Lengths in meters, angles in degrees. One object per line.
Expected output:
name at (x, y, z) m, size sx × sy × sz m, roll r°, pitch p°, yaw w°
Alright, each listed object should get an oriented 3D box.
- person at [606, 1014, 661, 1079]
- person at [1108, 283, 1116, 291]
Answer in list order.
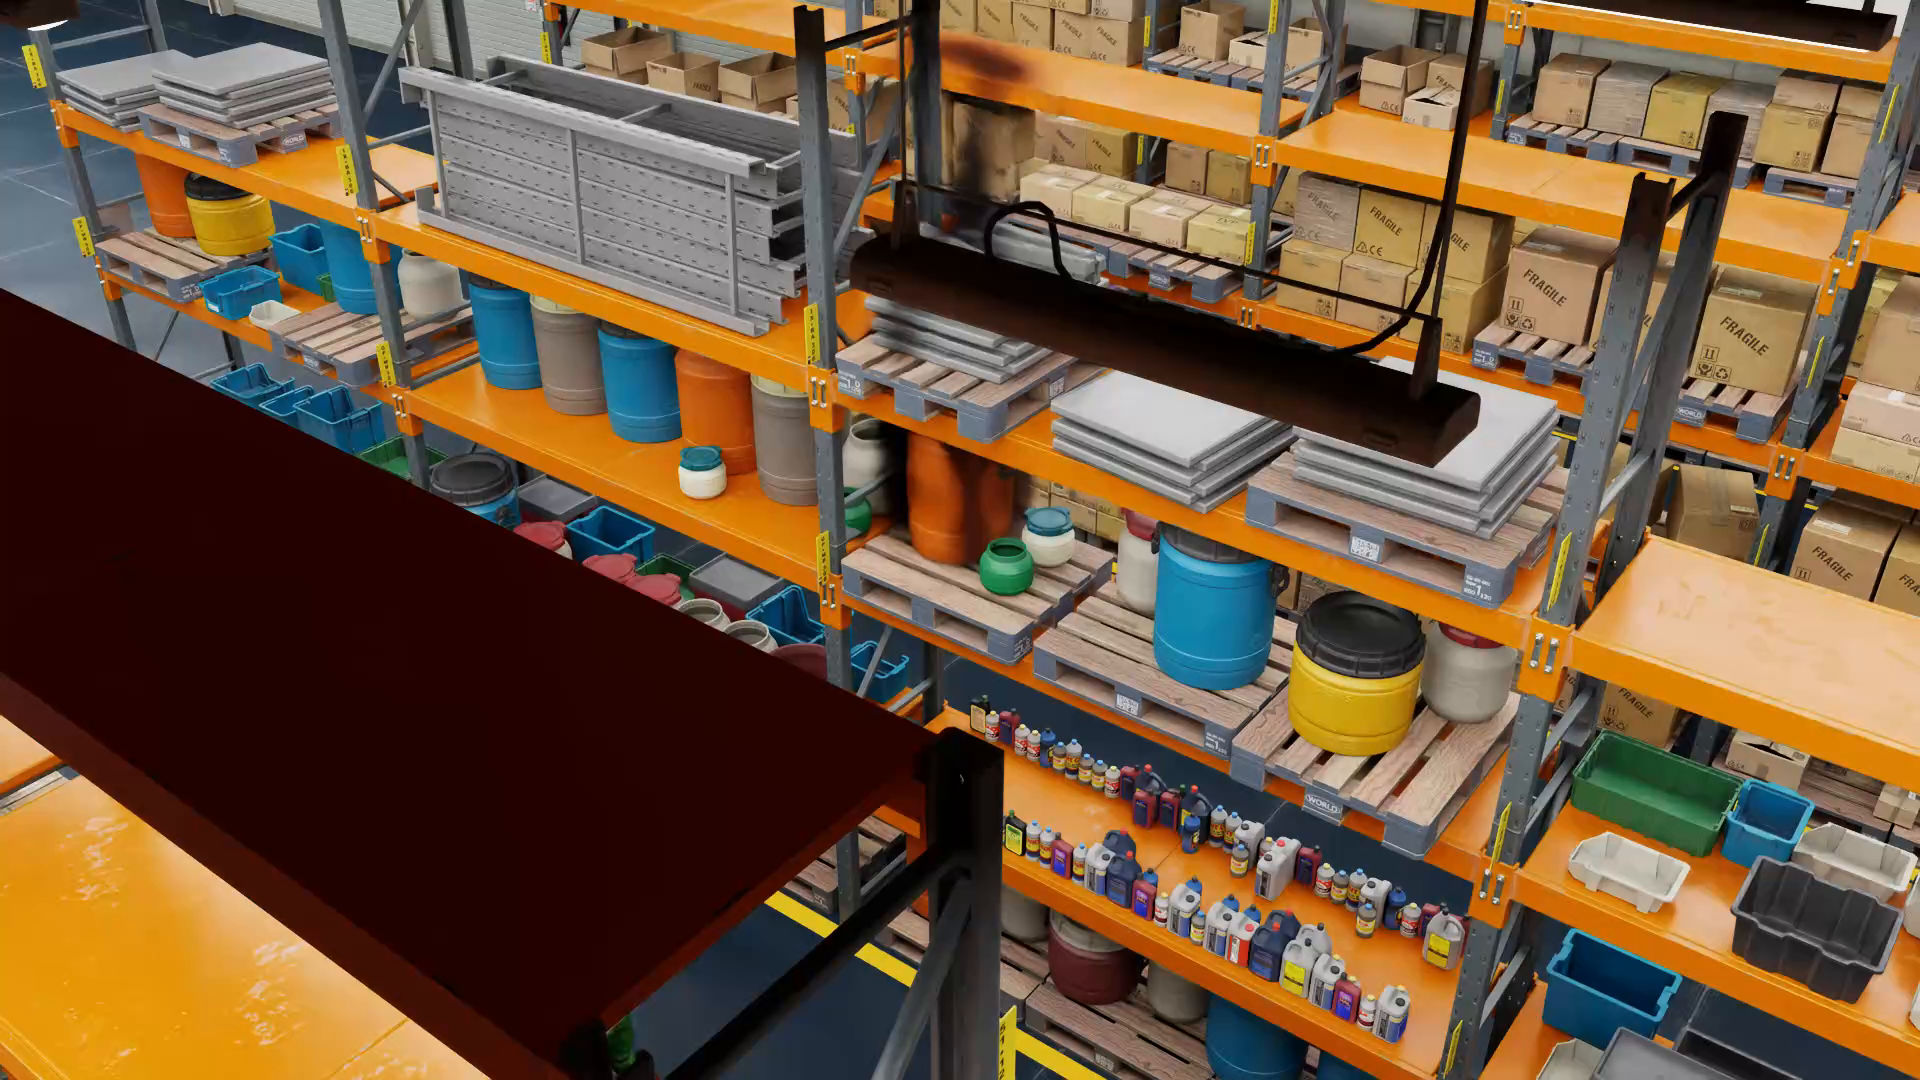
person at (-2.006, 2.628, 9.202) m, size 0.968 × 1.776 × 0.657 m, roll 14°, pitch 34°, yaw 21°
person at (1.515, -2.135, 17.200) m, size 0.881 × 1.586 × 0.537 m, roll 11°, pitch 33°, yaw 18°
